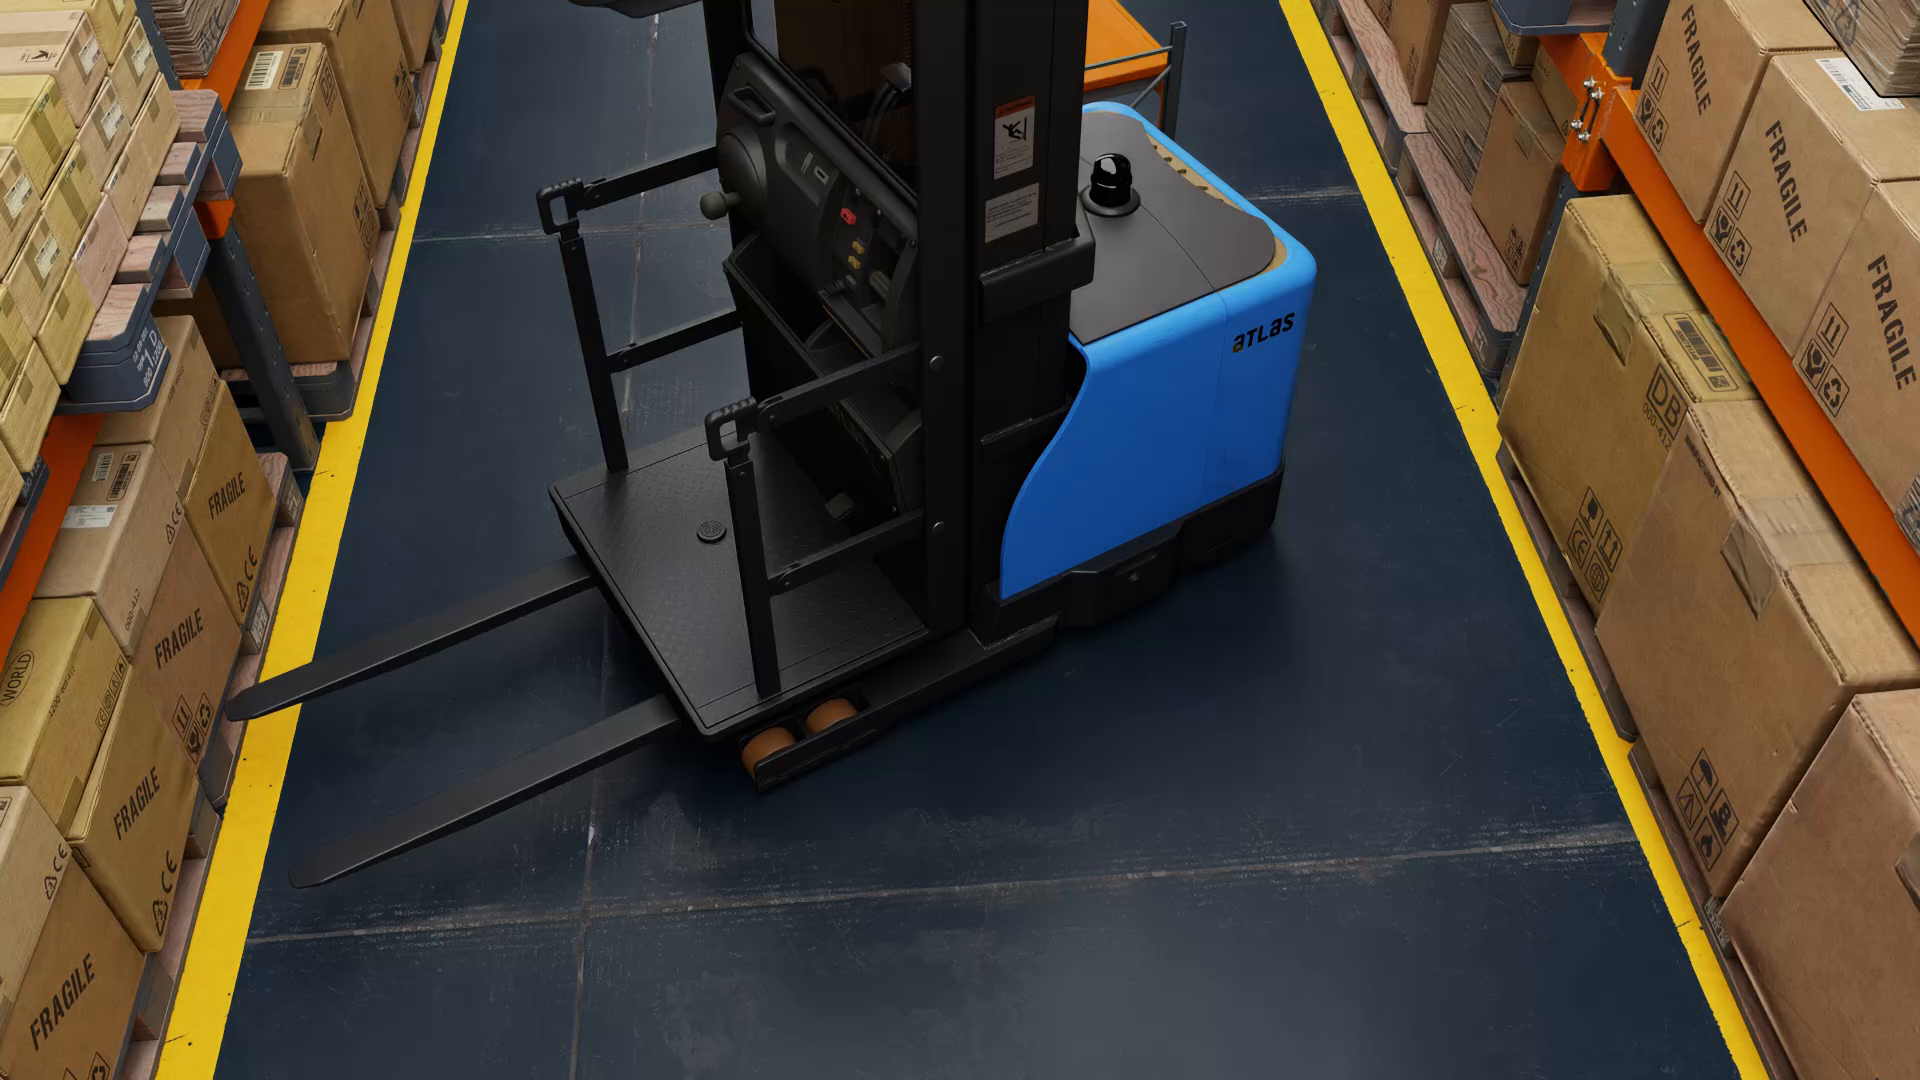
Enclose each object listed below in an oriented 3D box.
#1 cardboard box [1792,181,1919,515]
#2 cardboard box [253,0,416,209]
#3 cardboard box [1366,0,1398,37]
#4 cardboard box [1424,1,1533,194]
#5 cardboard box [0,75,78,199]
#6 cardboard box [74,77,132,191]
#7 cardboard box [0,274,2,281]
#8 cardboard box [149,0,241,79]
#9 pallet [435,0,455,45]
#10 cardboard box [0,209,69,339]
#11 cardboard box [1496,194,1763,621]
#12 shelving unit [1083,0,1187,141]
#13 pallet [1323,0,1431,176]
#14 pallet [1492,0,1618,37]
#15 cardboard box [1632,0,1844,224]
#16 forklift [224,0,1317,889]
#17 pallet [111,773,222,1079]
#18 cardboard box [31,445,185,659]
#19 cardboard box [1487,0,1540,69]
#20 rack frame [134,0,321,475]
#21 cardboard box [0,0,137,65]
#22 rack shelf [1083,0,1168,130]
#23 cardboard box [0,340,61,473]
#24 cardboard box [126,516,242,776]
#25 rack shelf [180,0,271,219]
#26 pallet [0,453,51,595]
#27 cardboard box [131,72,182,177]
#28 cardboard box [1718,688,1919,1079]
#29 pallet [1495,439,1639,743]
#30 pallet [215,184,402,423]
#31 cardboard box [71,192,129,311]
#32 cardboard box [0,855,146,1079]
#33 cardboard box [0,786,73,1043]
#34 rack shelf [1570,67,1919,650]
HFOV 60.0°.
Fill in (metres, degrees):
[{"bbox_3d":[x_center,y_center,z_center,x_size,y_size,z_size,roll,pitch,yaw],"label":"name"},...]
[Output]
[{"bbox_3d":[2.191,-0.416,3.509,0.500,0.500,0.500,-4,47,-4],"label":"cardboard box"},{"bbox_3d":[-2.660,-1.714,6.068,1.050,0.750,0.750,-3,47,-3],"label":"cardboard box"},{"bbox_3d":[2.093,-2.483,6.954,0.700,0.500,0.500,-7,47,-7],"label":"cardboard box"},{"bbox_3d":[2.194,-1.669,6.184,0.700,0.500,0.500,-7,47,-7],"label":"cardboard box"},{"bbox_3d":[-2.083,-0.830,3.444,0.380,0.149,0.250,-2,47,-2],"label":"cardboard box"},{"bbox_3d":[-2.103,-0.903,3.718,0.380,0.149,0.250,-2,47,-2],"label":"cardboard box"},{"bbox_3d":[-2.043,-0.462,3.096,0.380,0.149,0.250,-3,47,-3],"label":"cardboard box"},{"bbox_3d":[-2.390,-1.641,4.669,0.500,0.500,0.500,-3,47,-3],"label":"cardboard box"},{"bbox_3d":[-2.817,-2.647,7.611,1.003,0.211,1.213,-3,47,-3],"label":"pallet"},{"bbox_3d":[-2.058,-0.531,3.366,0.380,0.149,0.250,-3,47,-3],"label":"cardboard box"},{"bbox_3d":[2.366,-0.407,4.743,1.225,0.875,0.875,-5,47,-5],"label":"cardboard box"},{"bbox_3d":[0.280,-1.511,5.906,0.538,1.125,1.048,-17,49,-16],"label":"shelving unit"},{"bbox_3d":[2.166,-1.981,6.981,1.003,0.211,1.213,-3,47,-3],"label":"pallet"},{"bbox_3d":[2.164,-1.937,5.150,1.213,0.211,1.003,-3,47,-3],"label":"pallet"},{"bbox_3d":[2.099,-1.160,4.214,0.500,0.500,0.500,-2,47,-2],"label":"cardboard box"},{"bbox_3d":[-0.536,-0.770,3.960,3.031,2.935,1.130,-24,51,-21],"label":"forklift"},{"bbox_3d":[-2.459,1.140,4.025,1.003,0.211,1.213,-3,47,-3],"label":"pallet"},{"bbox_3d":[-2.250,0.036,4.066,0.500,0.250,0.500,-3,47,-3],"label":"cardboard box"},{"bbox_3d":[2.189,-1.909,5.894,0.500,0.250,0.500,1,47,1],"label":"cardboard box"},{"bbox_3d":[-2.622,-1.265,4.382,1.000,3.000,0.127,-3,47,-3],"label":"rack frame"},{"bbox_3d":[-2.124,-1.201,3.796,0.380,0.149,0.250,-5,47,-5],"label":"cardboard box"},{"bbox_3d":[0.280,-1.712,5.694,0.538,0.278,1.000,-17,49,-16],"label":"rack shelf"},{"bbox_3d":[-2.040,-0.253,3.308,0.380,0.149,0.250,-5,47,-5],"label":"cardboard box"},{"bbox_3d":[-2.266,0.286,4.345,0.500,0.500,0.500,-2,47,-2],"label":"cardboard box"},{"bbox_3d":[-2.789,-2.465,6.014,1.077,0.370,4.000,-3,47,-3],"label":"rack shelf"},{"bbox_3d":[-2.415,0.231,3.098,1.003,0.211,1.213,-3,47,-3],"label":"pallet"},{"bbox_3d":[-2.122,-0.994,4.009,0.380,0.149,0.250,-3,47,-3],"label":"cardboard box"},{"bbox_3d":[2.515,0.878,3.526,1.225,0.875,0.875,-5,47,-5],"label":"cardboard box"},{"bbox_3d":[2.320,0.040,5.066,1.003,0.211,1.213,-3,47,-3],"label":"pallet"},{"bbox_3d":[-2.613,-0.881,5.939,1.003,0.211,1.213,-3,47,-3],"label":"pallet"},{"bbox_3d":[-2.081,-0.628,3.663,0.380,0.149,0.250,-3,47,-3],"label":"cardboard box"},{"bbox_3d":[-2.188,1.032,3.639,0.500,0.500,0.500,-3,47,-3],"label":"cardboard box"},{"bbox_3d":[-2.171,0.781,3.360,0.500,0.250,0.500,-2,47,-2],"label":"cardboard box"},{"bbox_3d":[2.497,0.201,3.489,1.077,0.370,4.000,-3,47,-3],"label":"rack shelf"}]
